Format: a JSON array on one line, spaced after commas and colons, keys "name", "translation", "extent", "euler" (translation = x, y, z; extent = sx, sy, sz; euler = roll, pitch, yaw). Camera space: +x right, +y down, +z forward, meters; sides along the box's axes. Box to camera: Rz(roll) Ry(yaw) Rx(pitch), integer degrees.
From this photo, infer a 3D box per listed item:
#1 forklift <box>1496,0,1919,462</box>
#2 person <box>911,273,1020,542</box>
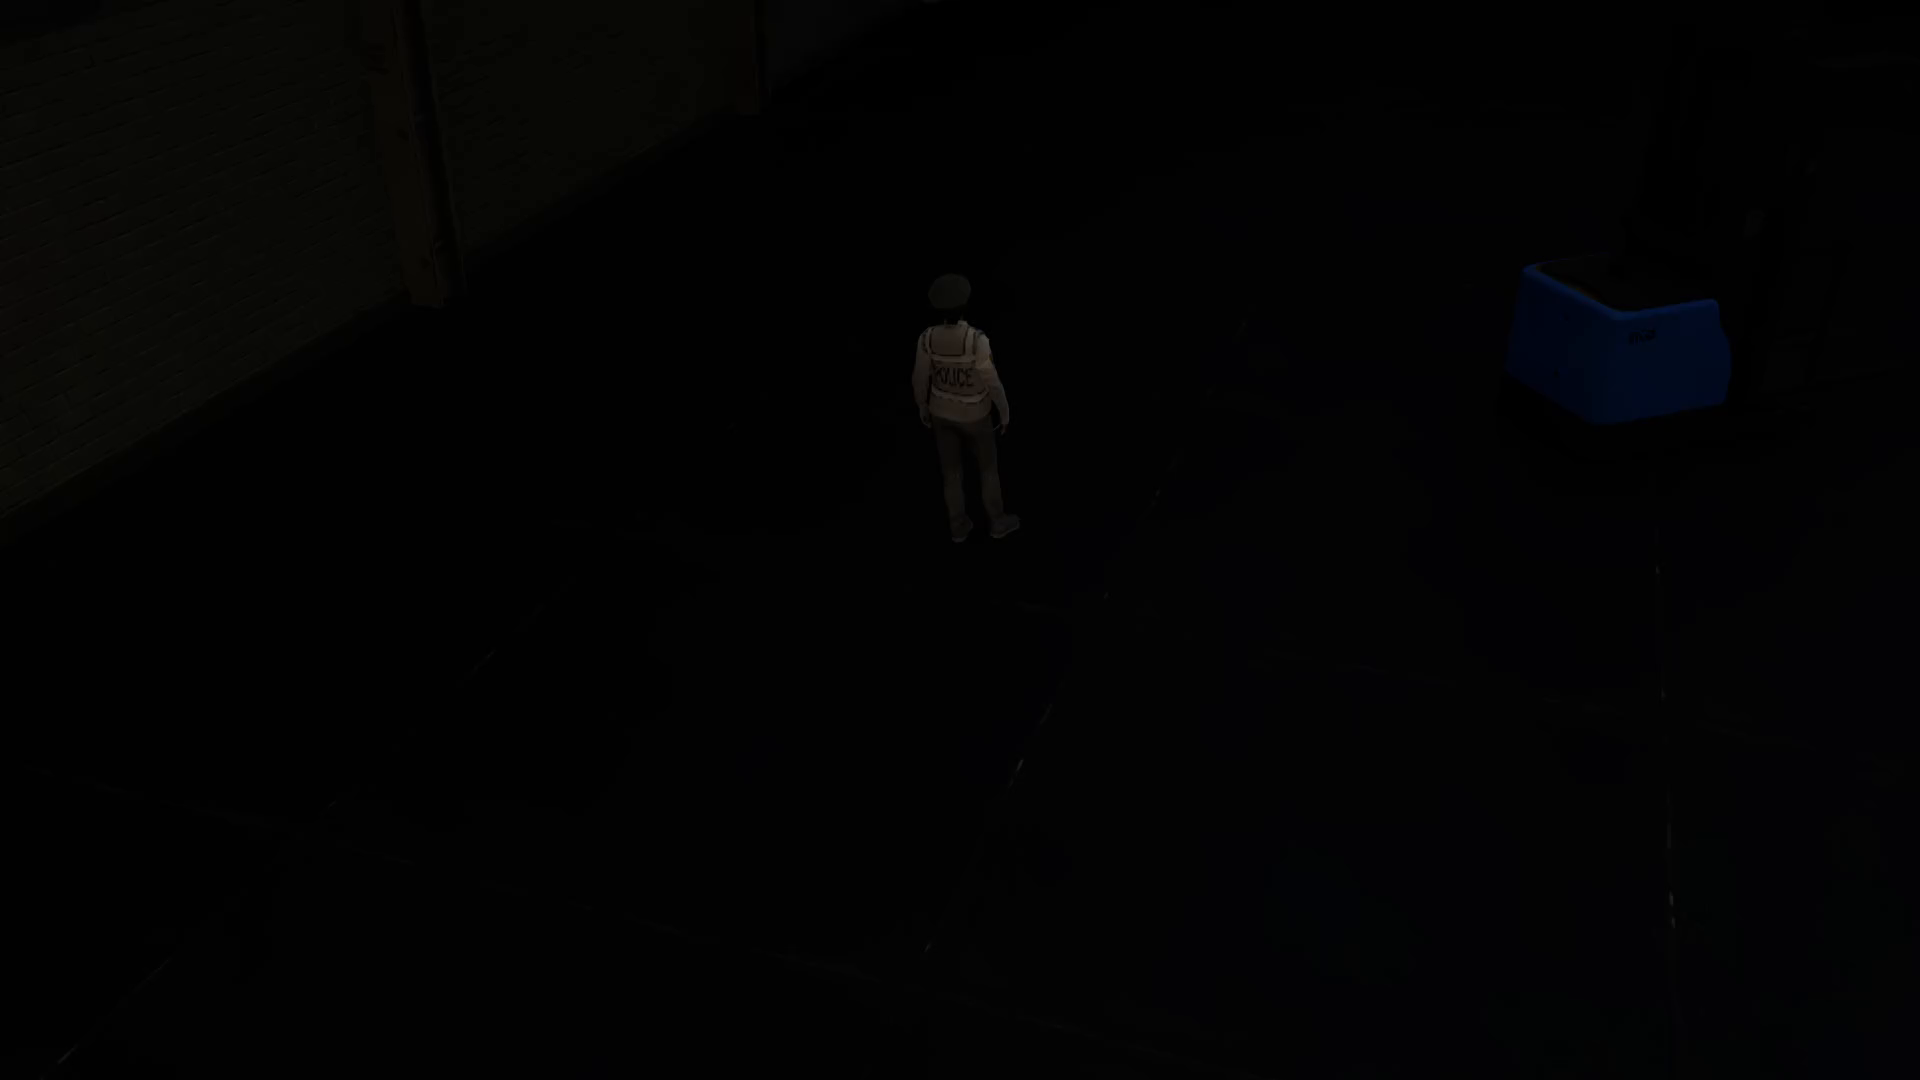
[{"name": "forklift", "translation": [5.327, -2.233, 11.054], "extent": [3.031, 2.935, 1.130], "euler": [-11, 31, -18]}, {"name": "person", "translation": [0.029, -0.773, 9.726], "extent": [0.586, 1.695, 0.533], "euler": [10, 31, 16]}]
